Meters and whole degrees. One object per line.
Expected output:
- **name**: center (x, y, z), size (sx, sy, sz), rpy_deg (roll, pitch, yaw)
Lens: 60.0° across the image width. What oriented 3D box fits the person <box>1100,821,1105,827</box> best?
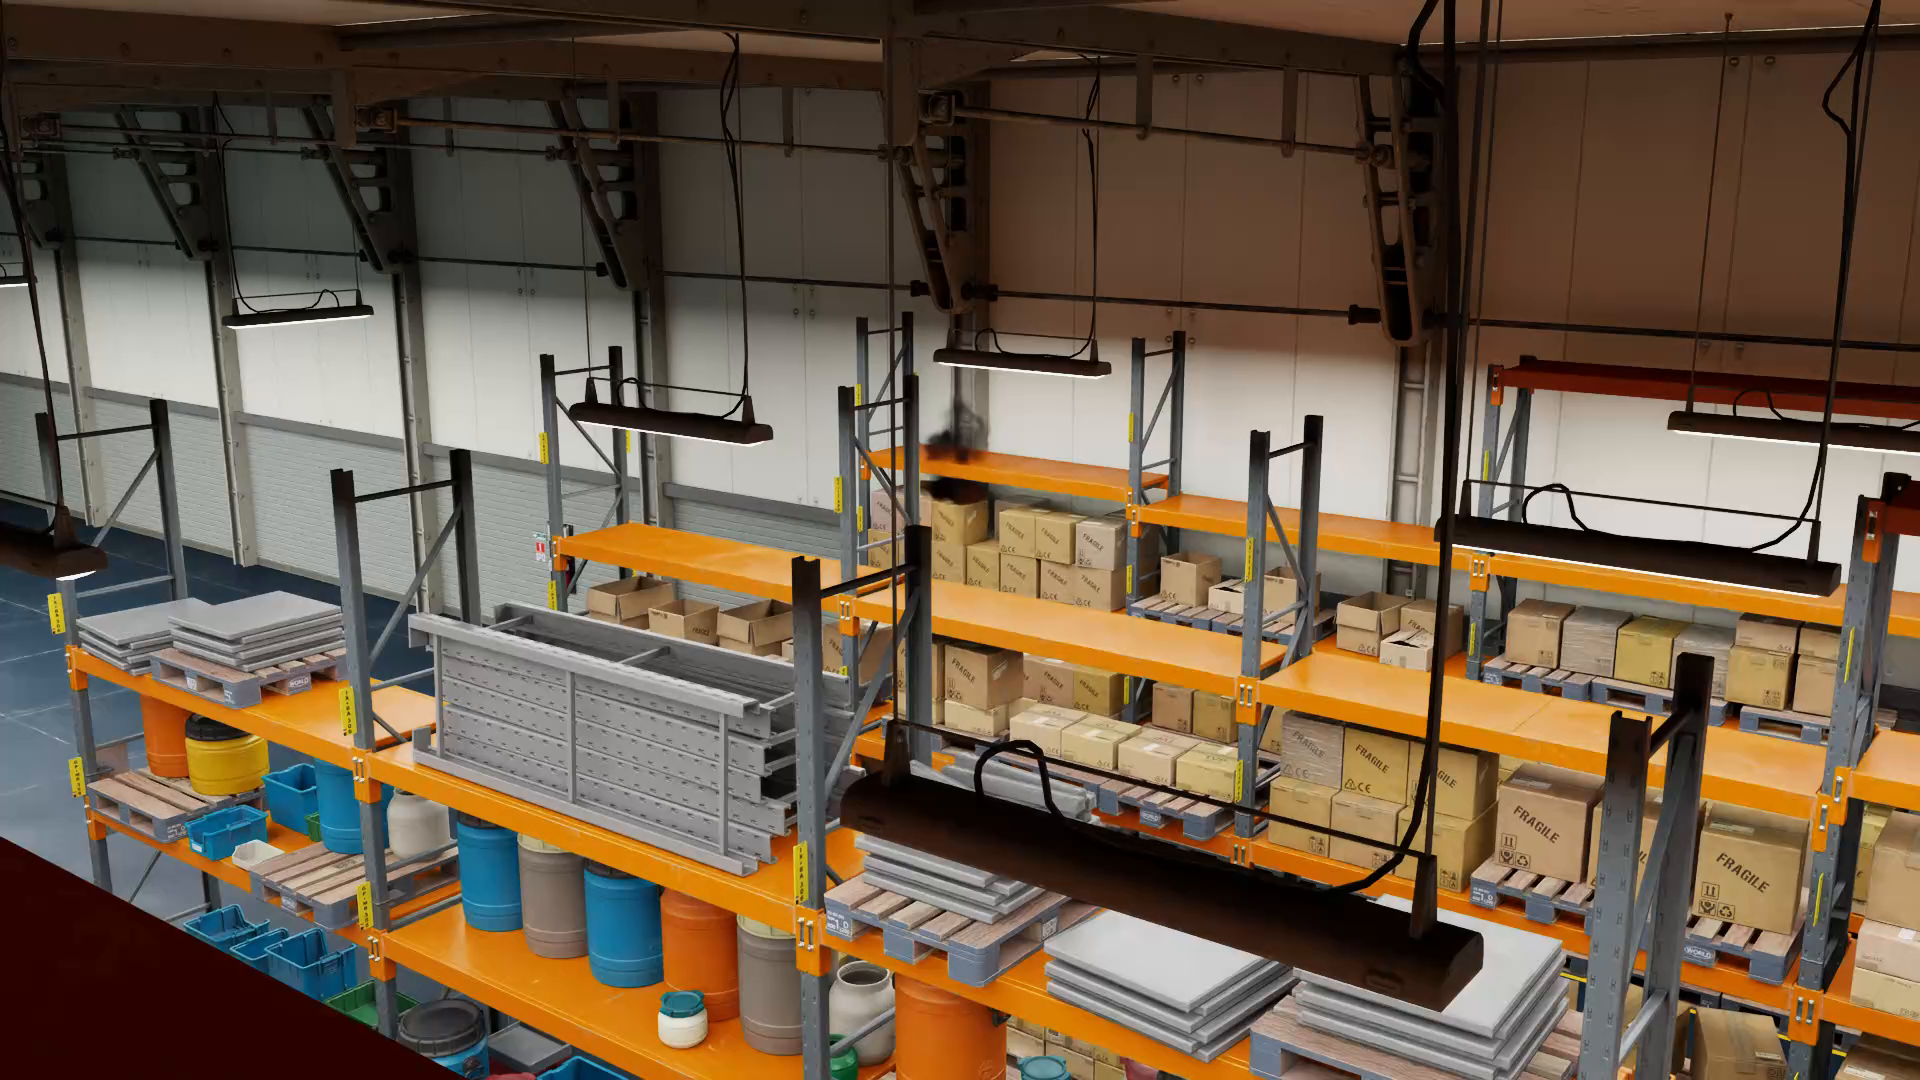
- **person**: center (1.278, 3.232, 17.471), size (0.782, 1.826, 0.638), rpy_deg (8, 15, 32)
